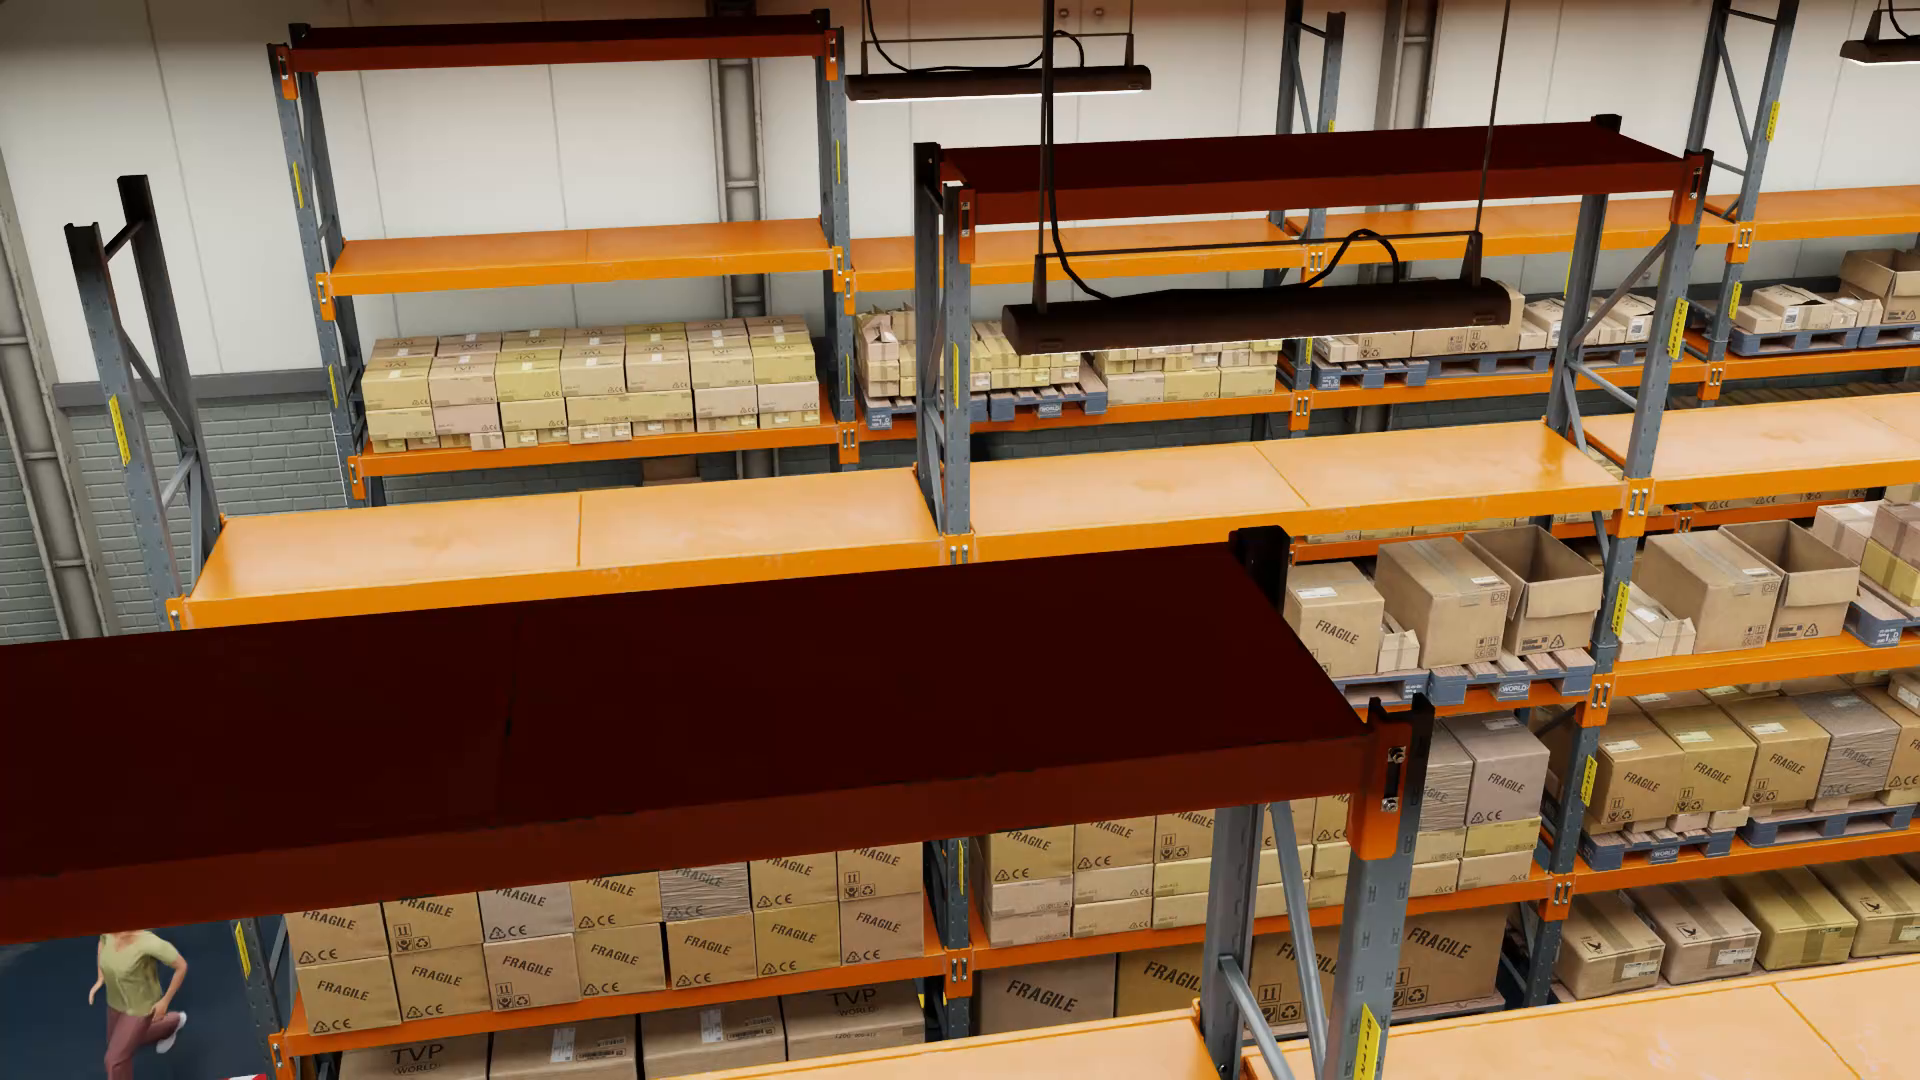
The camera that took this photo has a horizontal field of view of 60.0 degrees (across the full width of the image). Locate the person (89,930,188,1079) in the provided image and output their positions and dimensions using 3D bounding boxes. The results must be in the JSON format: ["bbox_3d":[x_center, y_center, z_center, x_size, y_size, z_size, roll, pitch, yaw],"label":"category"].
[{"bbox_3d":[-5.149,2.908,10.446,0.633,1.588,0.812,11,28,21],"label":"person"}]
